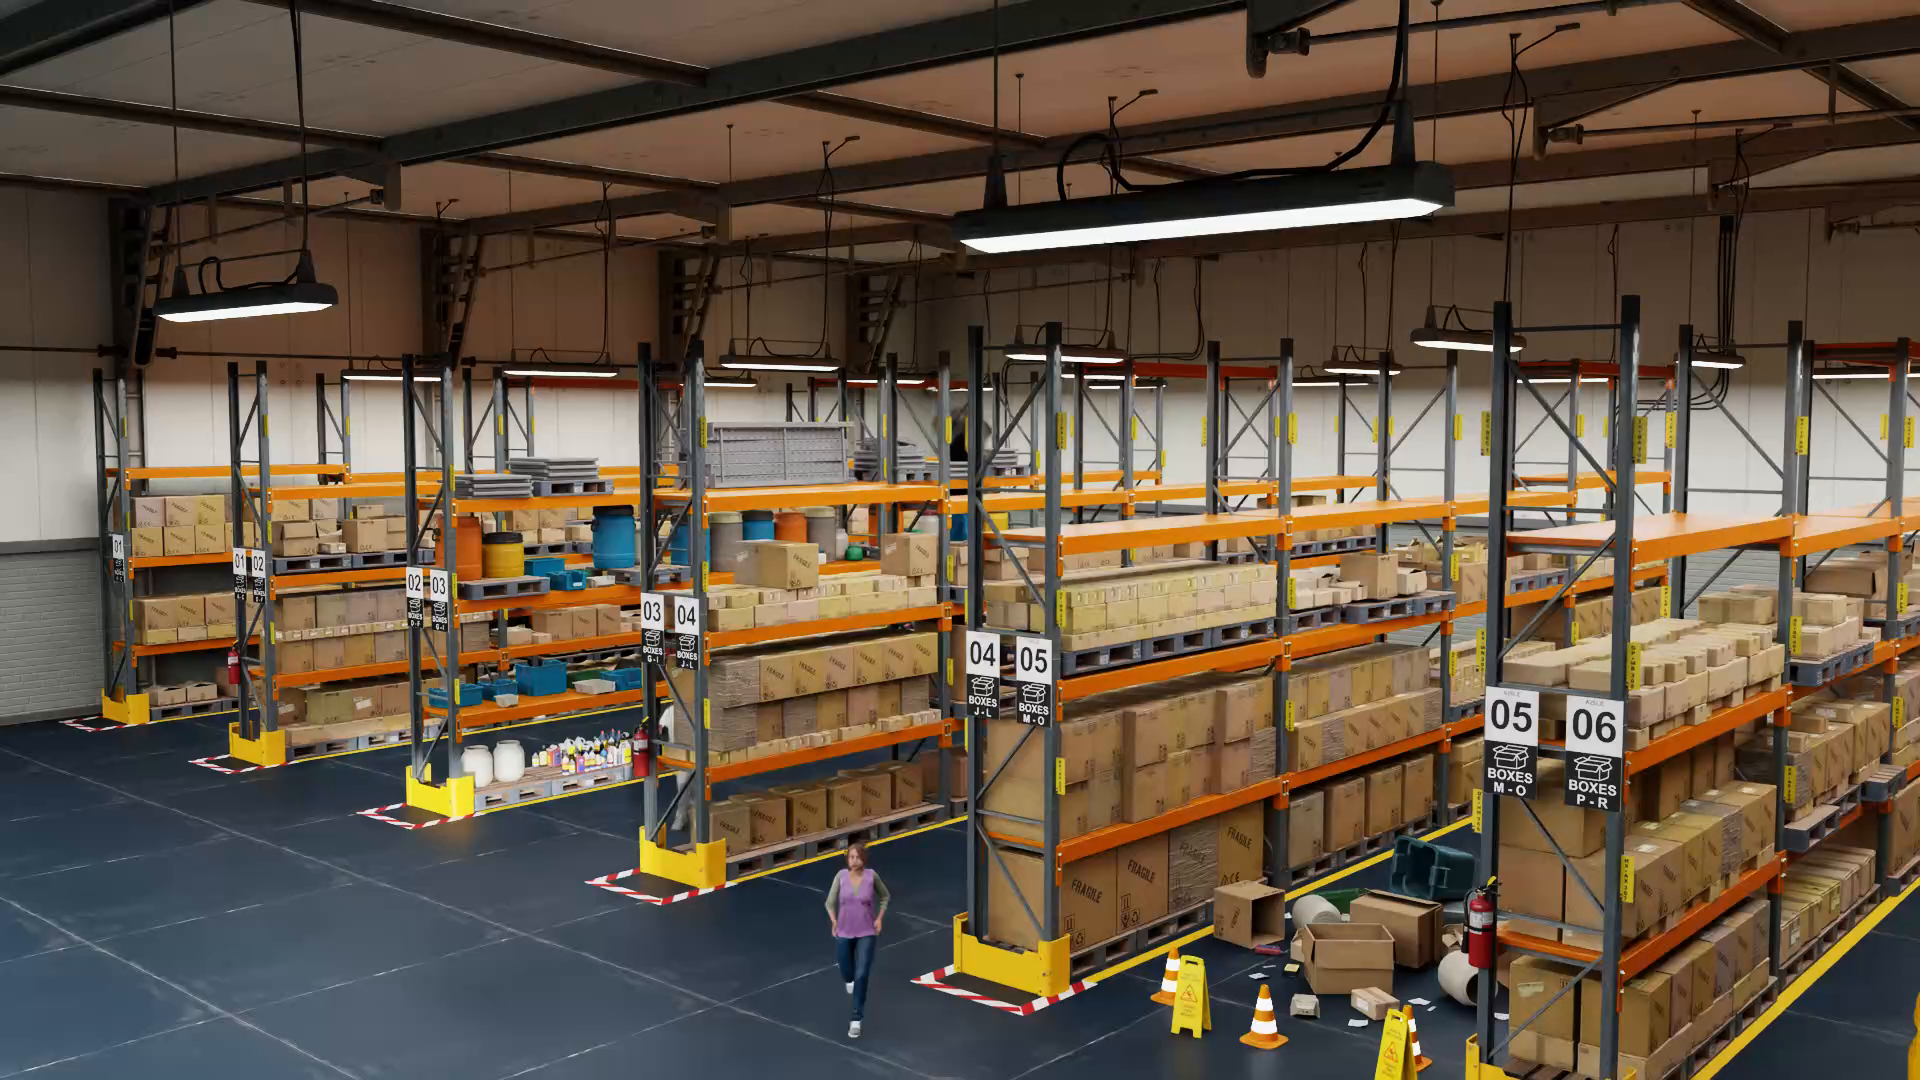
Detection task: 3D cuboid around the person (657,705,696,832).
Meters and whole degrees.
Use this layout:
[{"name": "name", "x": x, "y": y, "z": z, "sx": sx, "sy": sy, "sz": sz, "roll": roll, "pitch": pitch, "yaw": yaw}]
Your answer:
[{"name": "person", "x": -3.497, "y": 2.717, "z": 21.115, "sx": 0.703, "sy": 1.823, "sz": 0.814, "roll": 2, "pitch": 5, "yaw": 27}]

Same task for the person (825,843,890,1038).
[{"name": "person", "x": -0.872, "y": 3.353, "z": 14.172, "sx": 0.548, "sy": 1.586, "sz": 0.704, "roll": 0, "pitch": 4, "yaw": 0}]
